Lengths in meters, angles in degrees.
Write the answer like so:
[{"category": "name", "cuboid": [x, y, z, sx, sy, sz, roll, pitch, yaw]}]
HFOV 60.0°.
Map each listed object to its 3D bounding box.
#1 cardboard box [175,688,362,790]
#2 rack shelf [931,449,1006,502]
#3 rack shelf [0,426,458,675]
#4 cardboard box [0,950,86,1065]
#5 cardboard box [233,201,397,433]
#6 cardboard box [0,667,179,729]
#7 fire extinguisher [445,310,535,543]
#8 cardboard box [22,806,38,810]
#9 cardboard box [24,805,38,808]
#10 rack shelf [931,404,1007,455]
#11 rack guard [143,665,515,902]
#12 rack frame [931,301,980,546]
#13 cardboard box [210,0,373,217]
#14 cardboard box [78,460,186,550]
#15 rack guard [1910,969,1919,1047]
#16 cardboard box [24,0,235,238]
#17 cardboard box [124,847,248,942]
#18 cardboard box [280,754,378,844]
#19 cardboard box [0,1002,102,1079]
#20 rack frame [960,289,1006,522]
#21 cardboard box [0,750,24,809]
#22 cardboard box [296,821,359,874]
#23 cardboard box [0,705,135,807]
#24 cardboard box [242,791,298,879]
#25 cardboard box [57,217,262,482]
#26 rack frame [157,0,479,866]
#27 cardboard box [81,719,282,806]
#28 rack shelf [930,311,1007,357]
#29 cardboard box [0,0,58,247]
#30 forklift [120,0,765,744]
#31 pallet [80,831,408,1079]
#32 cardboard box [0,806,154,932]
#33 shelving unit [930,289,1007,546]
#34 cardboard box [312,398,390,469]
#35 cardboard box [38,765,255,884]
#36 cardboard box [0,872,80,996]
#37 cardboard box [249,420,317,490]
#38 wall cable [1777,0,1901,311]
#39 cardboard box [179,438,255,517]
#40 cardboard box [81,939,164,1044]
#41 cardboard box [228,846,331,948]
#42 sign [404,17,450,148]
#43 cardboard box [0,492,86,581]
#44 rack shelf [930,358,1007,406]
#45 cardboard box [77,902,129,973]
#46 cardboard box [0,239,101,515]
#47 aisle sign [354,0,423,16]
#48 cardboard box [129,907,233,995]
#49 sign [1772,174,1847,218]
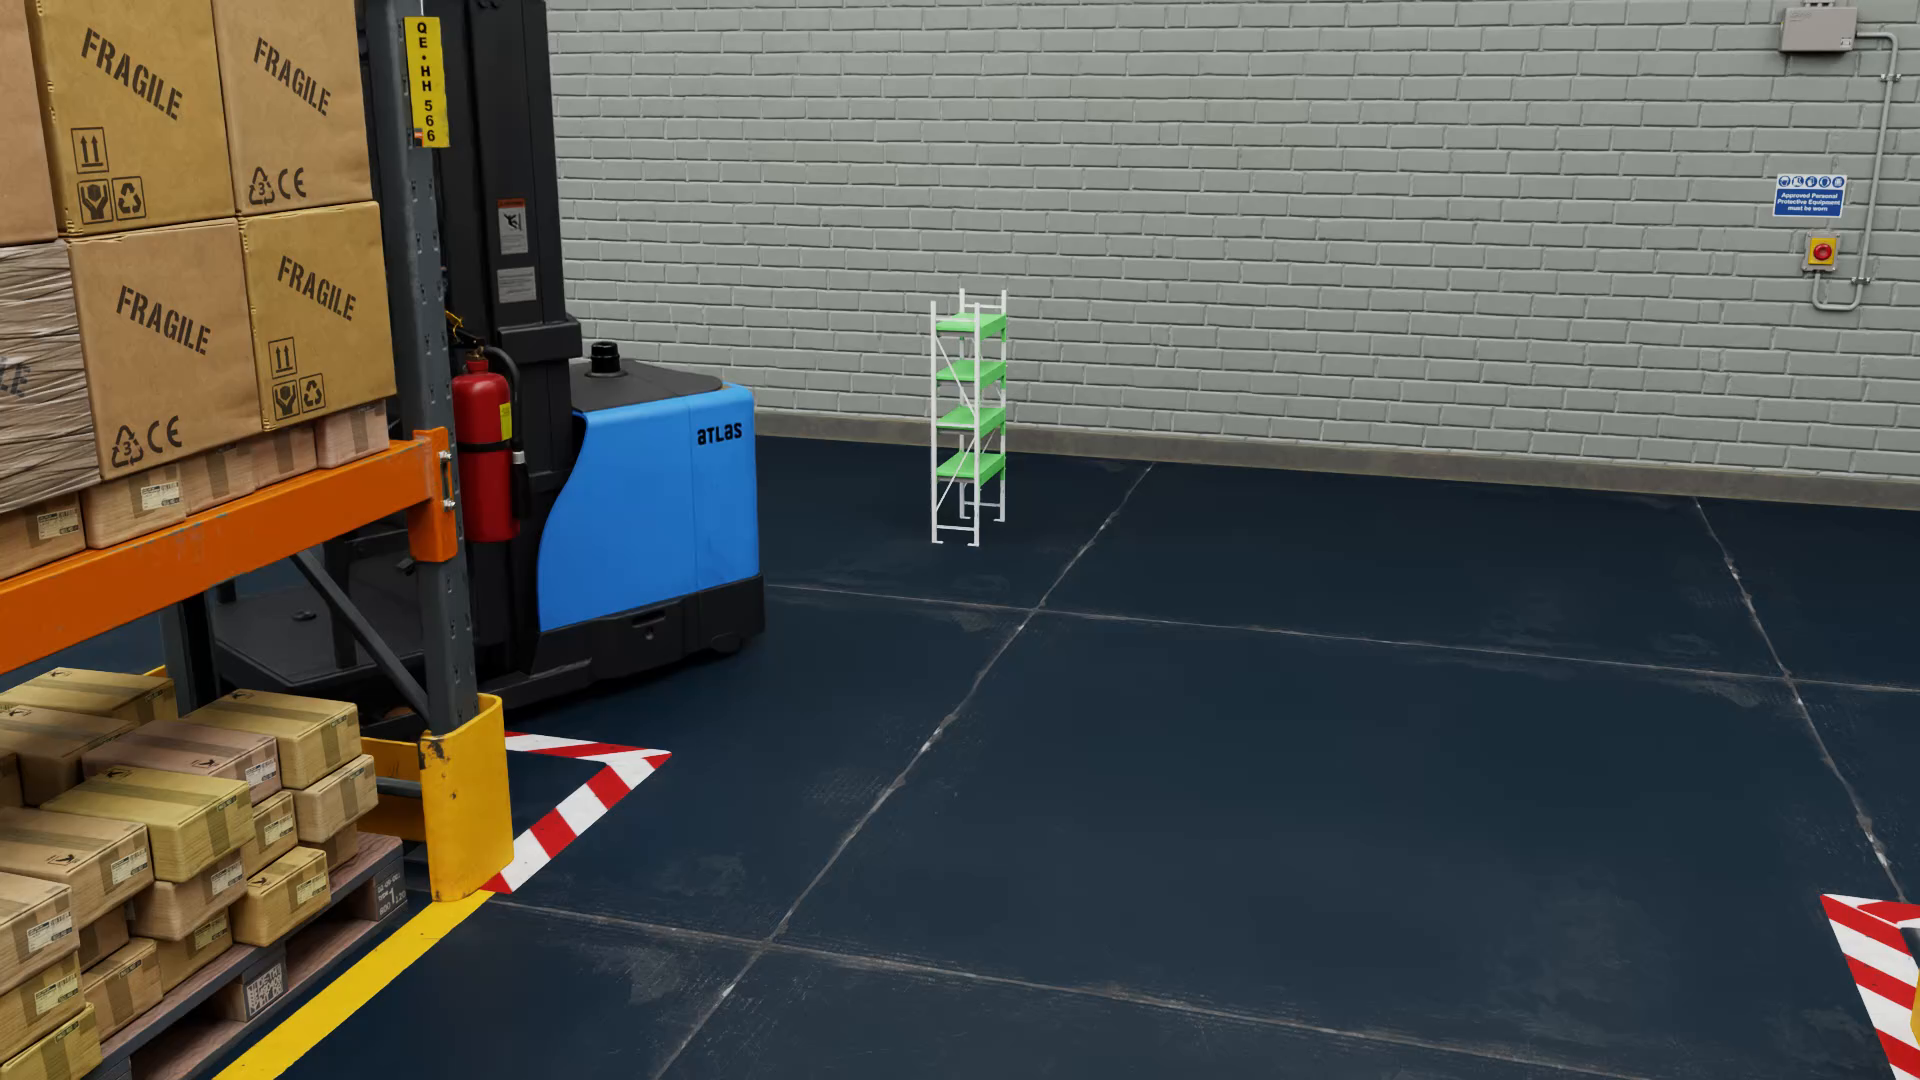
[{"category": "cardboard box", "cuboid": [-1.813, 0.519, 4.367, 0.380, 0.149, 0.250, 5, 17, 17]}, {"category": "rack shelf", "cuboid": [0.047, -0.328, 8.401, 0.258, 0.148, 0.480, 5, 16, 16]}, {"category": "rack shelf", "cuboid": [-2.473, 0.347, 2.927, 1.077, 0.370, 4.000, 5, 16, 16]}, {"category": "cardboard box", "cuboid": [-2.062, 0.937, 3.439, 0.380, 0.149, 0.250, 5, 17, 17]}, {"category": "cardboard box", "cuboid": [-1.786, -0.576, 4.135, 0.500, 0.500, 0.500, 5, 17, 17]}, {"category": "cardboard box", "cuboid": [-2.380, 0.472, 4.534, 0.380, 0.149, 0.250, 4, 16, 13]}, {"category": "fire extinguisher", "cuboid": [-1.391, -0.336, 4.841, 0.296, 0.674, 0.183, 5, 16, 16]}, {"category": "cardboard box", "cuboid": [-2.417, 0.759, 4.065, 0.380, 0.149, 0.250, 5, 17, 17]}, {"category": "cardboard box", "cuboid": [-2.432, 0.688, 4.315, 0.380, 0.149, 0.250, 5, 16, 16]}, {"category": "rack shelf", "cuboid": [0.047, -0.559, 8.336, 0.258, 0.148, 0.480, 5, 16, 16]}, {"category": "rack guard", "cuboid": [-1.927, 0.700, 4.945, 1.175, 0.500, 0.348, 5, 16, 16]}, {"category": "rack frame", "cuboid": [-0.022, -0.557, 8.093, 0.240, 1.200, 0.015, 5, 16, 16]}, {"category": "cardboard box", "cuboid": [-1.797, -1.056, 3.993, 0.500, 0.500, 0.500, 4, 16, 15]}, {"category": "cardboard box", "cuboid": [-1.940, -0.097, 3.634, 0.380, 0.149, 0.250, 5, 17, 17]}, {"category": "rack guard", "cuboid": [2.876, 1.031, 3.777, 1.175, 0.500, 0.348, 5, 16, 16]}, {"category": "cardboard box", "cuboid": [-1.941, -0.923, 3.526, 0.500, 0.500, 0.500, 4, 16, 14]}, {"category": "cardboard box", "cuboid": [-1.927, 0.800, 3.920, 0.380, 0.149, 0.250, 4, 16, 14]}, {"category": "cardboard box", "cuboid": [-1.781, 0.664, 4.400, 0.380, 0.149, 0.250, 4, 16, 14]}, {"category": "cardboard box", "cuboid": [-2.058, 1.076, 3.494, 0.380, 0.149, 0.250, 4, 16, 13]}, {"category": "rack frame", "cuboid": [0.116, -0.684, 8.543, 0.240, 1.200, 0.015, 5, 16, 16]}, {"category": "cardboard box", "cuboid": [-2.537, 0.609, 4.050, 0.380, 0.149, 0.250, 5, 16, 16]}, {"category": "cardboard box", "cuboid": [-1.855, 0.801, 4.463, 0.380, 0.149, 0.250, 5, 17, 17]}, {"category": "cardboard box", "cuboid": [-2.343, 0.553, 4.247, 0.380, 0.149, 0.250, 5, 17, 17]}, {"category": "cardboard box", "cuboid": [-1.907, 0.728, 4.174, 0.380, 0.149, 0.250, 4, 16, 15]}, {"category": "cardboard box", "cuboid": [-1.937, -0.442, 3.661, 0.500, 0.500, 0.500, 4, 16, 15]}, {"category": "rack frame", "cuboid": [-1.905, -0.522, 4.674, 1.000, 3.000, 0.127, 5, 16, 16]}, {"category": "cardboard box", "cuboid": [-1.939, 0.580, 4.151, 0.380, 0.149, 0.250, 5, 17, 17]}, {"category": "rack shelf", "cuboid": [0.047, -1.021, 8.205, 0.258, 0.148, 0.480, 5, 16, 16]}, {"category": "cardboard box", "cuboid": [-2.080, -0.786, 3.044, 0.500, 0.500, 0.500, 6, 17, 19]}, {"category": "forklift", "cuboid": [-2.197, -0.789, 5.739, 3.031, 2.935, 1.130, -15, 22, -43]}, {"category": "pallet", "cuboid": [-2.191, 1.049, 4.245, 1.003, 0.211, 1.213, 5, 16, 16]}, {"category": "cardboard box", "cuboid": [-2.025, 0.721, 3.656, 0.380, 0.149, 0.250, 4, 16, 14]}, {"category": "shelving unit", "cuboid": [0.047, -0.621, 8.318, 0.258, 1.200, 0.503, 5, 16, 16]}, {"category": "cardboard box", "cuboid": [-1.727, -0.294, 4.330, 0.380, 0.149, 0.250, 5, 16, 16]}, {"category": "cardboard box", "cuboid": [-1.891, 0.658, 3.877, 0.380, 0.149, 0.250, 4, 16, 15]}, {"category": "cardboard box", "cuboid": [-2.048, 0.795, 3.393, 0.380, 0.149, 0.250, 5, 17, 18]}, {"category": "cardboard box", "cuboid": [-1.833, -0.232, 4.111, 0.380, 0.149, 0.250, 5, 16, 16]}, {"category": "wall cable", "cuboid": [4.450, -2.146, 8.478, 0.585, 1.953, 0.123, 5, 16, 16]}, {"category": "cardboard box", "cuboid": [-1.890, -0.165, 3.876, 0.380, 0.149, 0.250, 4, 16, 15]}, {"category": "cardboard box", "cuboid": [-2.046, 1.004, 3.747, 0.380, 0.149, 0.250, 5, 17, 16]}, {"category": "cardboard box", "cuboid": [-1.831, 0.876, 4.198, 0.380, 0.149, 0.250, 5, 17, 18]}, {"category": "sign", "cuboid": [-1.379, -1.183, 4.303, 0.100, 0.325, 0.005, 5, 16, 16]}, {"category": "cardboard box", "cuboid": [-2.043, -0.030, 3.399, 0.380, 0.149, 0.250, 4, 16, 13]}, {"category": "rack shelf", "cuboid": [0.047, -0.790, 8.270, 0.258, 0.148, 0.480, 5, 16, 16]}, {"category": "cardboard box", "cuboid": [-2.102, 0.863, 3.701, 0.380, 0.149, 0.250, 4, 16, 15]}, {"category": "cardboard box", "cuboid": [-2.072, -0.308, 3.191, 0.500, 0.500, 0.500, 5, 16, 16]}, {"category": "aisle sign", "cuboid": [-1.597, -1.769, 4.304, 0.394, 0.787, 0.004, 5, 16, 16]}, {"category": "cardboard box", "cuboid": [-1.988, 0.939, 3.978, 0.380, 0.149, 0.250, 5, 16, 16]}, {"category": "sign", "cuboid": [4.421, -1.792, 8.654, 0.327, 0.218, 0.001, 5, 16, 16]}]
